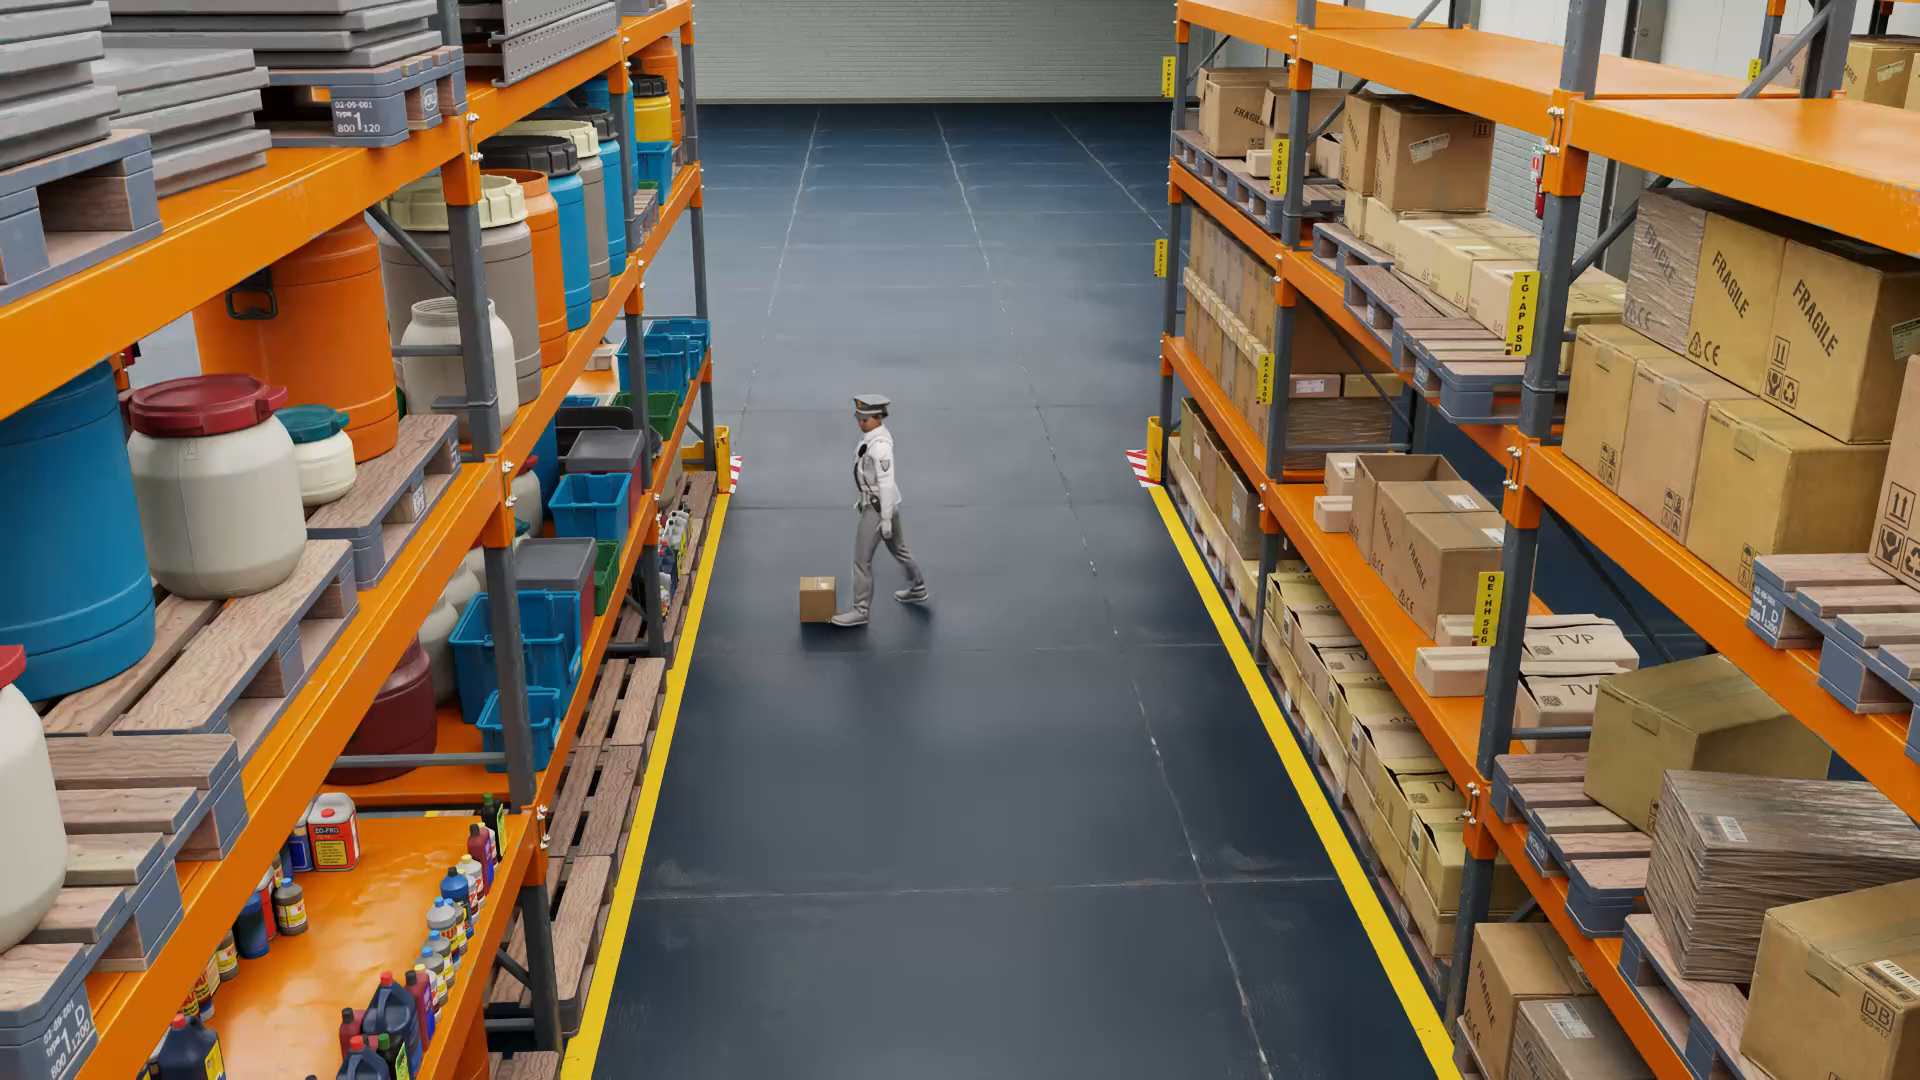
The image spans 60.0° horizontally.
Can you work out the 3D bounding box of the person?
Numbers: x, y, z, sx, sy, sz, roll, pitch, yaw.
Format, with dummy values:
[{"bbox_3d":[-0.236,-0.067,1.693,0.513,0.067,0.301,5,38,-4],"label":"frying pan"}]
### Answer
[{"bbox_3d":[-0.576,-0.244,11.741,0.718,1.644,0.580,-2,21,-4],"label":"person"}]
